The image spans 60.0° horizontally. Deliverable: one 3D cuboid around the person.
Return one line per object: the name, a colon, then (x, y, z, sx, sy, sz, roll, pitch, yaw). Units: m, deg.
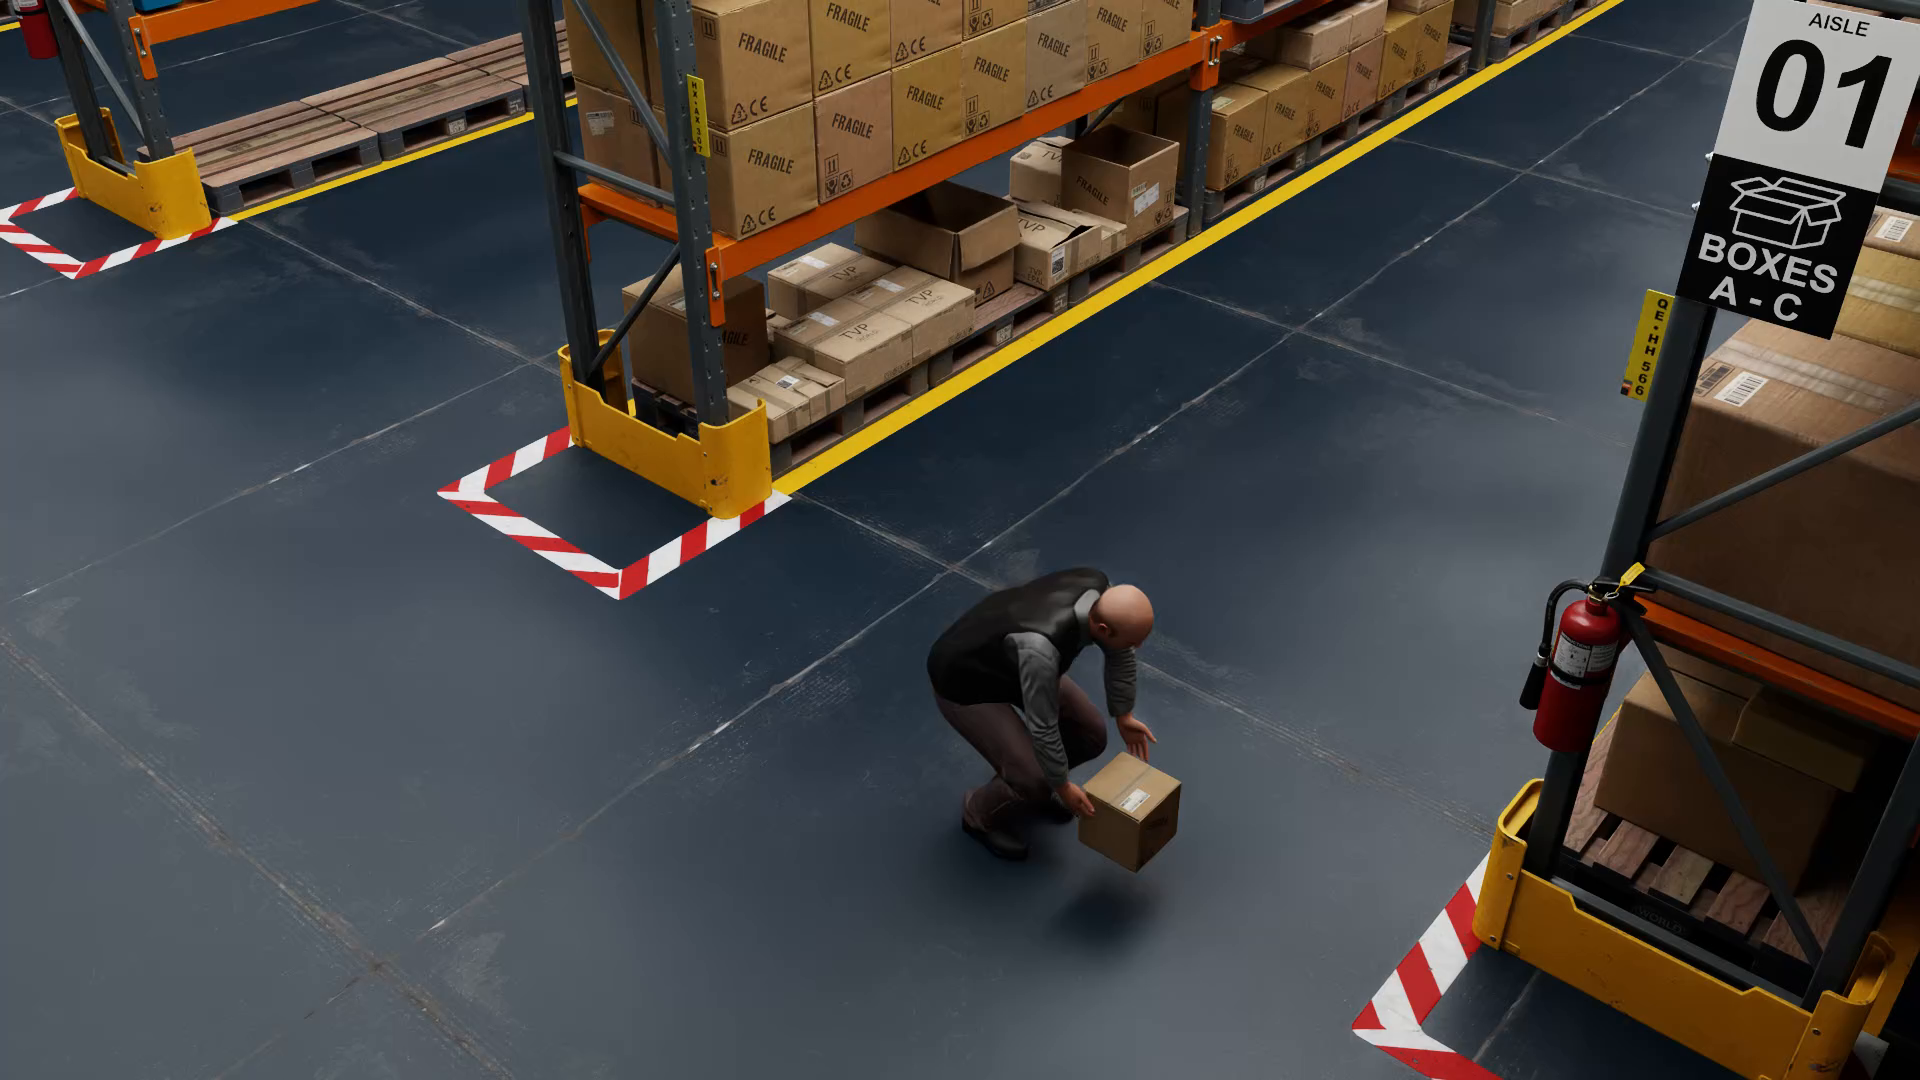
person: (0.295, 0.550, 5.830, 0.798, 1.205, 0.579, 25, 42, 32)
